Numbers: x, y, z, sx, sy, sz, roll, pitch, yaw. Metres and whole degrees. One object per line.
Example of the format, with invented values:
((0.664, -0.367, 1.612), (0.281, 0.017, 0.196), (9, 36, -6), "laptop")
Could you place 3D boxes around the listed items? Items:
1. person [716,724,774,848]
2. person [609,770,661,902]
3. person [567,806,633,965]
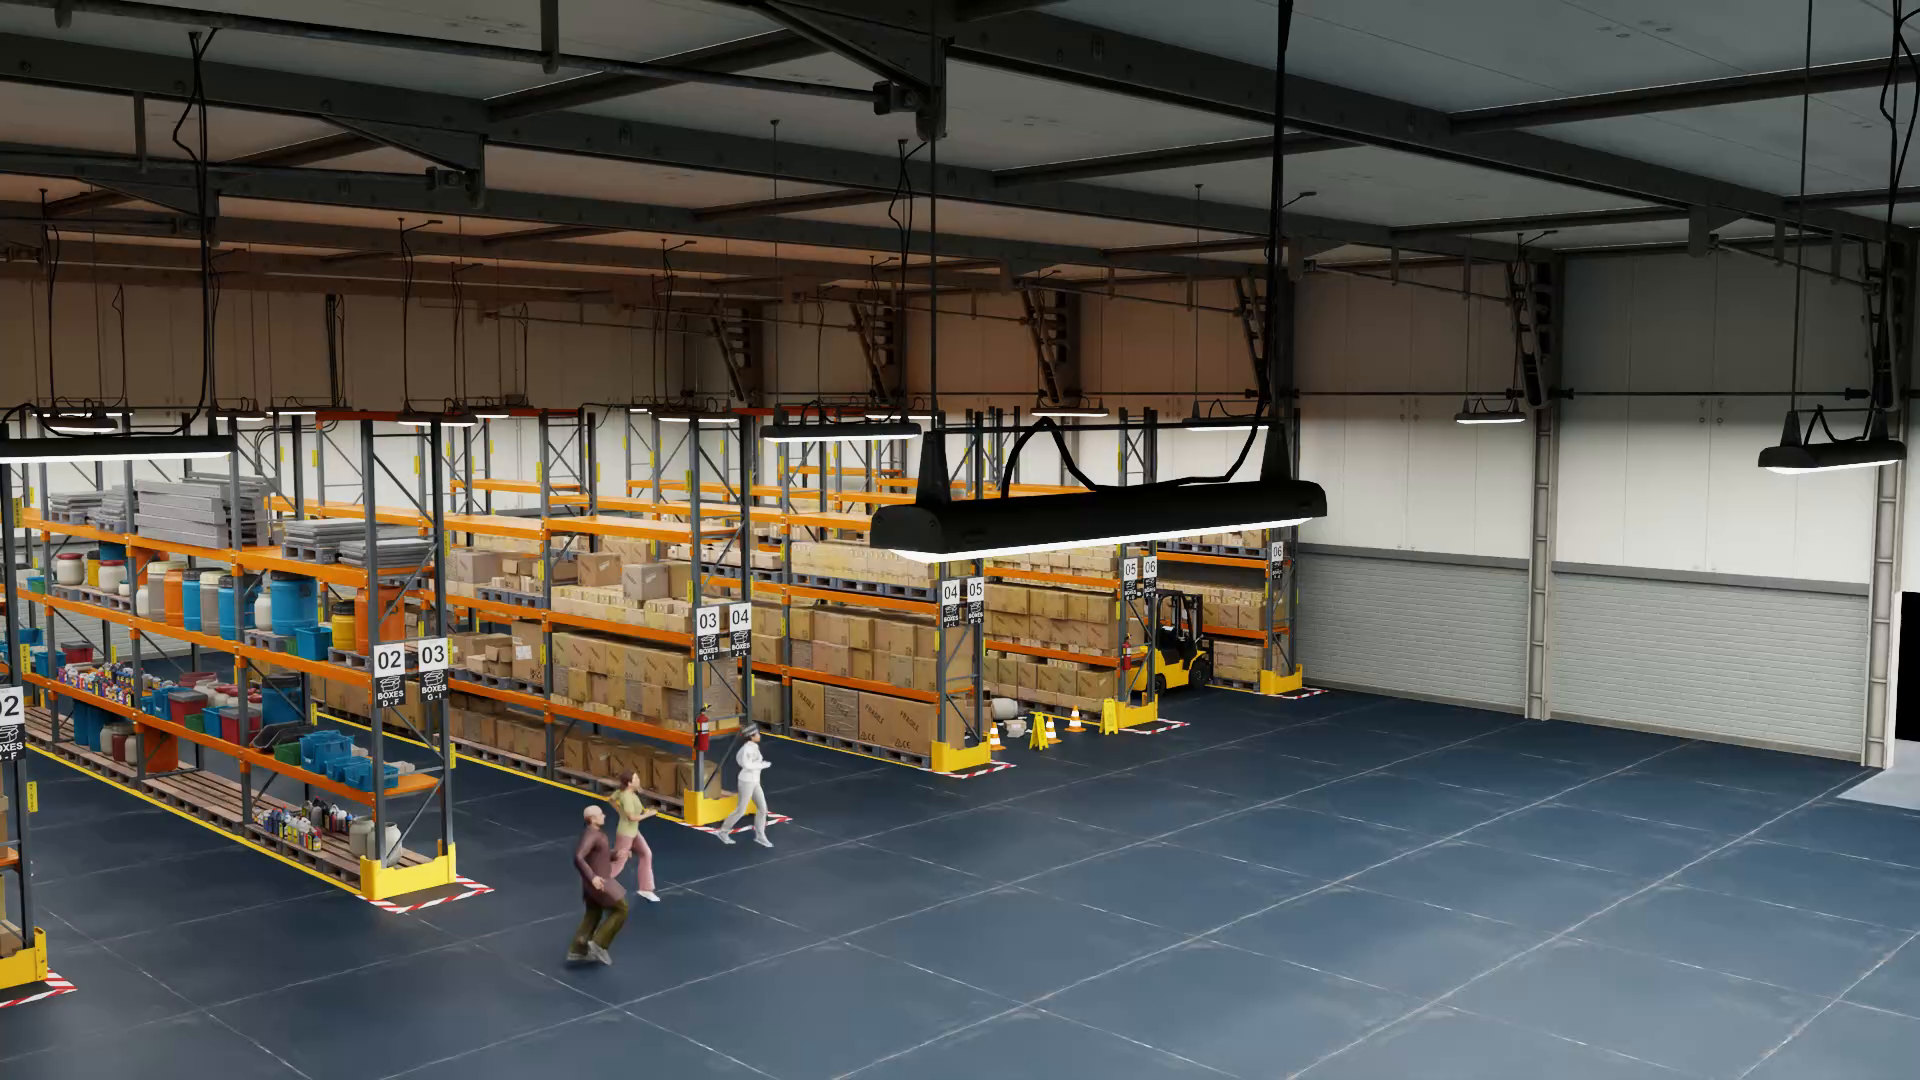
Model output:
((-2.978, 3.434, 23.346), (0.800, 1.701, 0.627), (0, 5, 5), "person")
((-4.168, 3.679, 20.547), (0.901, 1.708, 0.584), (-1, 5, -10), "person")
((-3.987, 3.818, 18.420), (0.752, 1.781, 0.684), (-2, 5, -22), "person")
